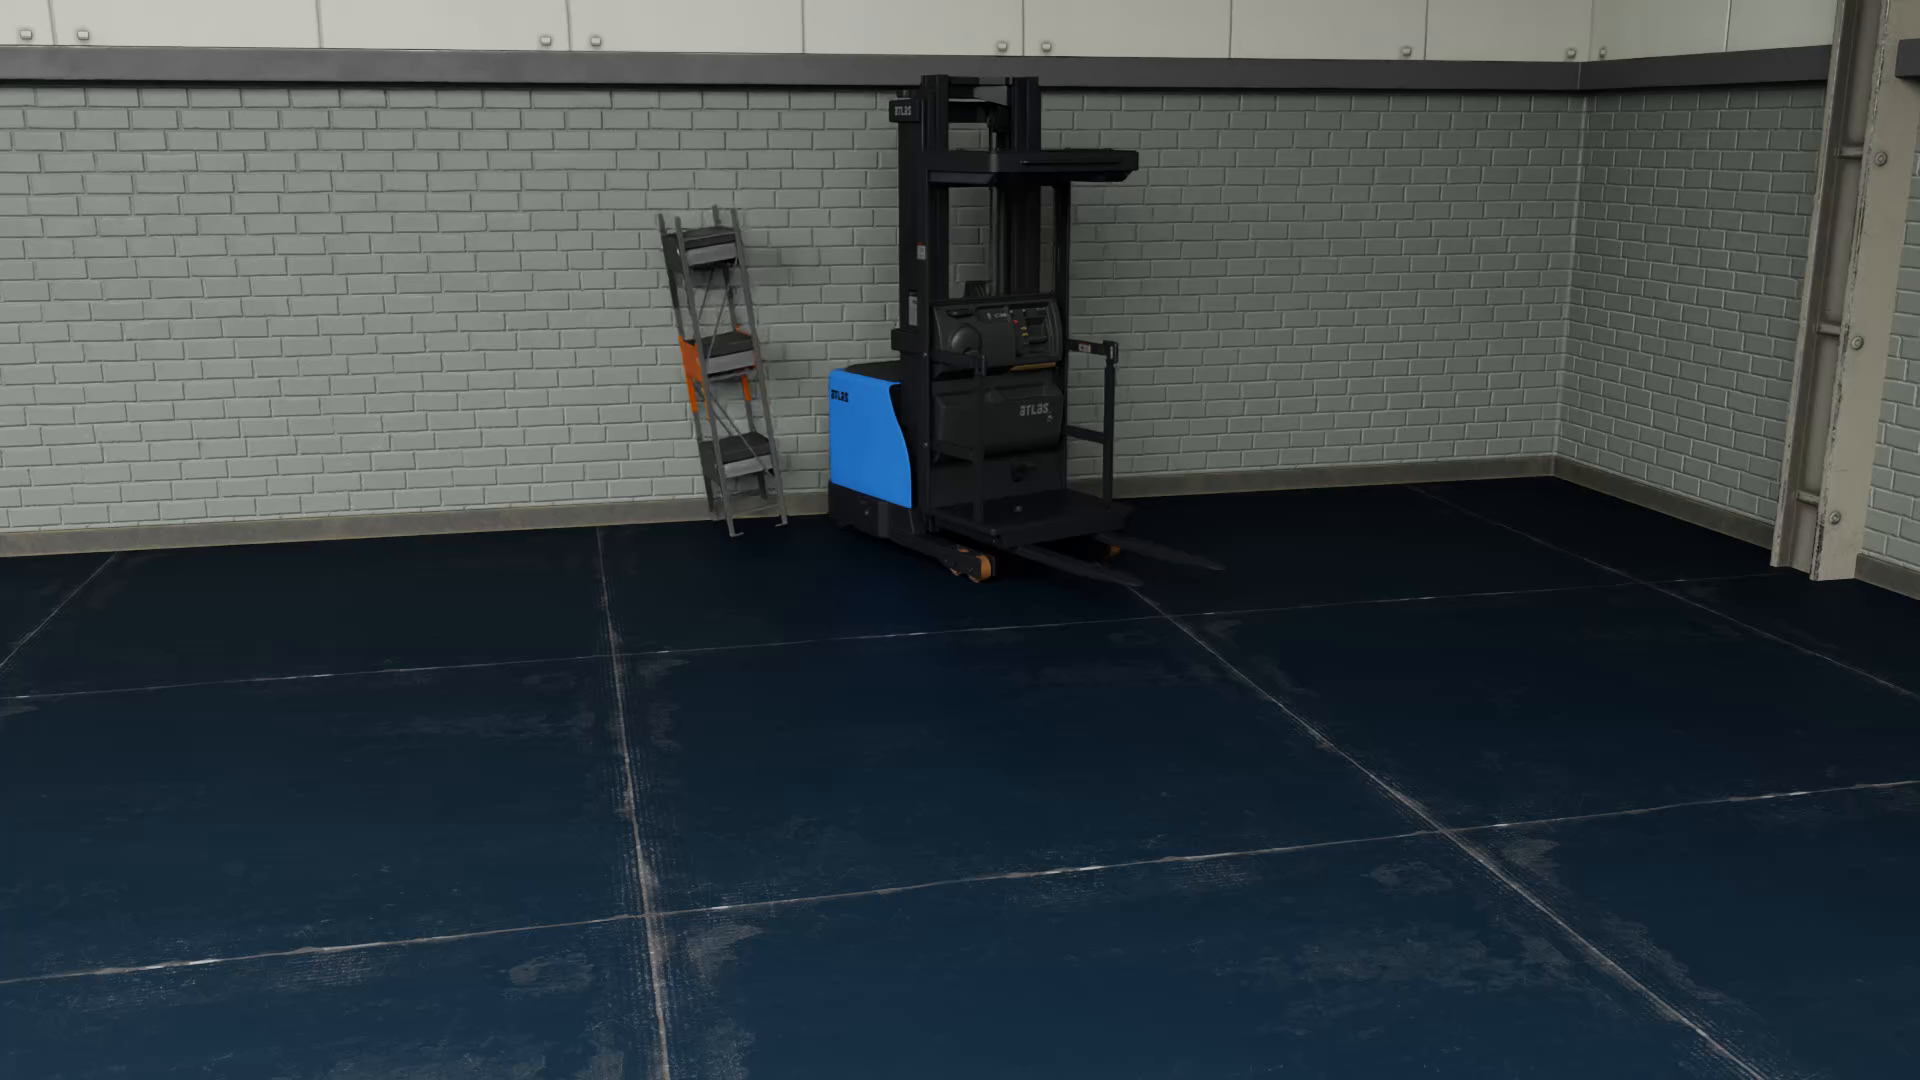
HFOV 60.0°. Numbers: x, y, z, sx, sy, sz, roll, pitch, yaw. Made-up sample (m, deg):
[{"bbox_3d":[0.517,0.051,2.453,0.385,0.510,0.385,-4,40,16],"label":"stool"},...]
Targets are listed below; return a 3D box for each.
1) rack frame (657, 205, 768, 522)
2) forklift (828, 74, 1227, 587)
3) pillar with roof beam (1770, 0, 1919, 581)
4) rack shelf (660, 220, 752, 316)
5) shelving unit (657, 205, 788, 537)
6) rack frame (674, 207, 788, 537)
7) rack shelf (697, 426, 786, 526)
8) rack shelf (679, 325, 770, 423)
[{"bbox_3d":[-1.652,-1.169,11.193,0.400,2.100,0.015,-14,17,-19],"label":"rack frame"},{"bbox_3d":[0.363,-1.300,10.074,1.130,2.935,3.031,-9,17,-34],"label":"forklift"},{"bbox_3d":[1.025,-3.942,8.101,9.100,9.000,0.400,-3,14,-13],"label":"pillar with roof beam"},{"bbox_3d":[-1.649,-1.769,10.780,0.431,0.518,0.480,-14,17,-19],"label":"rack shelf"},{"bbox_3d":[-1.561,-1.116,10.973,0.431,2.100,0.503,-14,17,-19],"label":"shelving unit"},{"bbox_3d":[-1.469,-1.064,10.753,0.400,2.100,0.015,-14,17,-19],"label":"rack frame"},{"bbox_3d":[-1.469,-0.438,11.174,0.431,0.518,0.480,-14,17,-19],"label":"rack shelf"},{"bbox_3d":[-1.559,-1.103,10.977,0.431,0.518,0.480,-14,17,-19],"label":"rack shelf"}]
